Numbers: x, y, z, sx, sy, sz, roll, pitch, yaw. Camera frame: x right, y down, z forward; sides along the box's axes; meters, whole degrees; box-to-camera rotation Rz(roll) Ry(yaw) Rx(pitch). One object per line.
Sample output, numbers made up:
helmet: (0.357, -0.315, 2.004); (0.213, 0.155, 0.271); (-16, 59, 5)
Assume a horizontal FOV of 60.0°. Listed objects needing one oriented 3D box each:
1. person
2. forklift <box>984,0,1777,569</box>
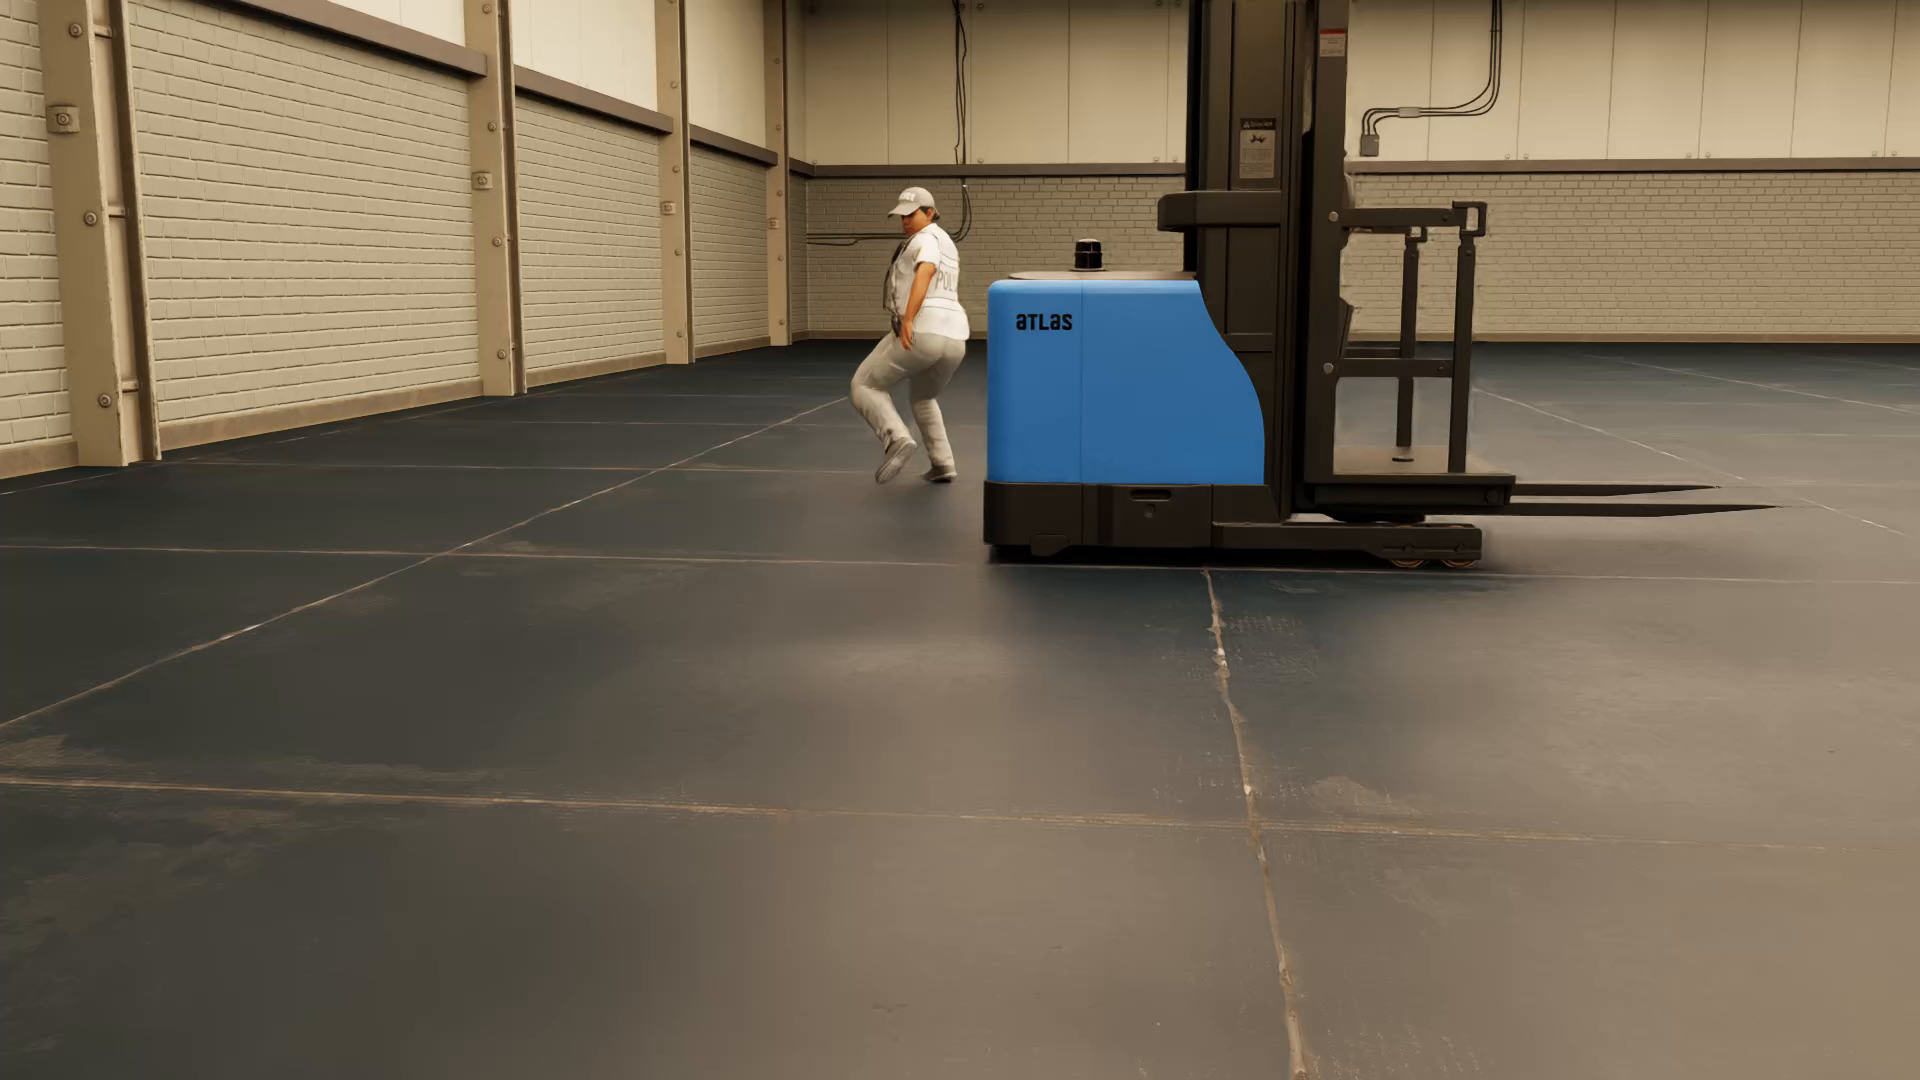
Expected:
person: (-0.239, -1.068, 8.796); (0.556, 1.572, 0.755); (7, 11, 36)
forklift: (1.630, -1.424, 6.573); (3.031, 2.935, 1.130); (1, 9, 3)
